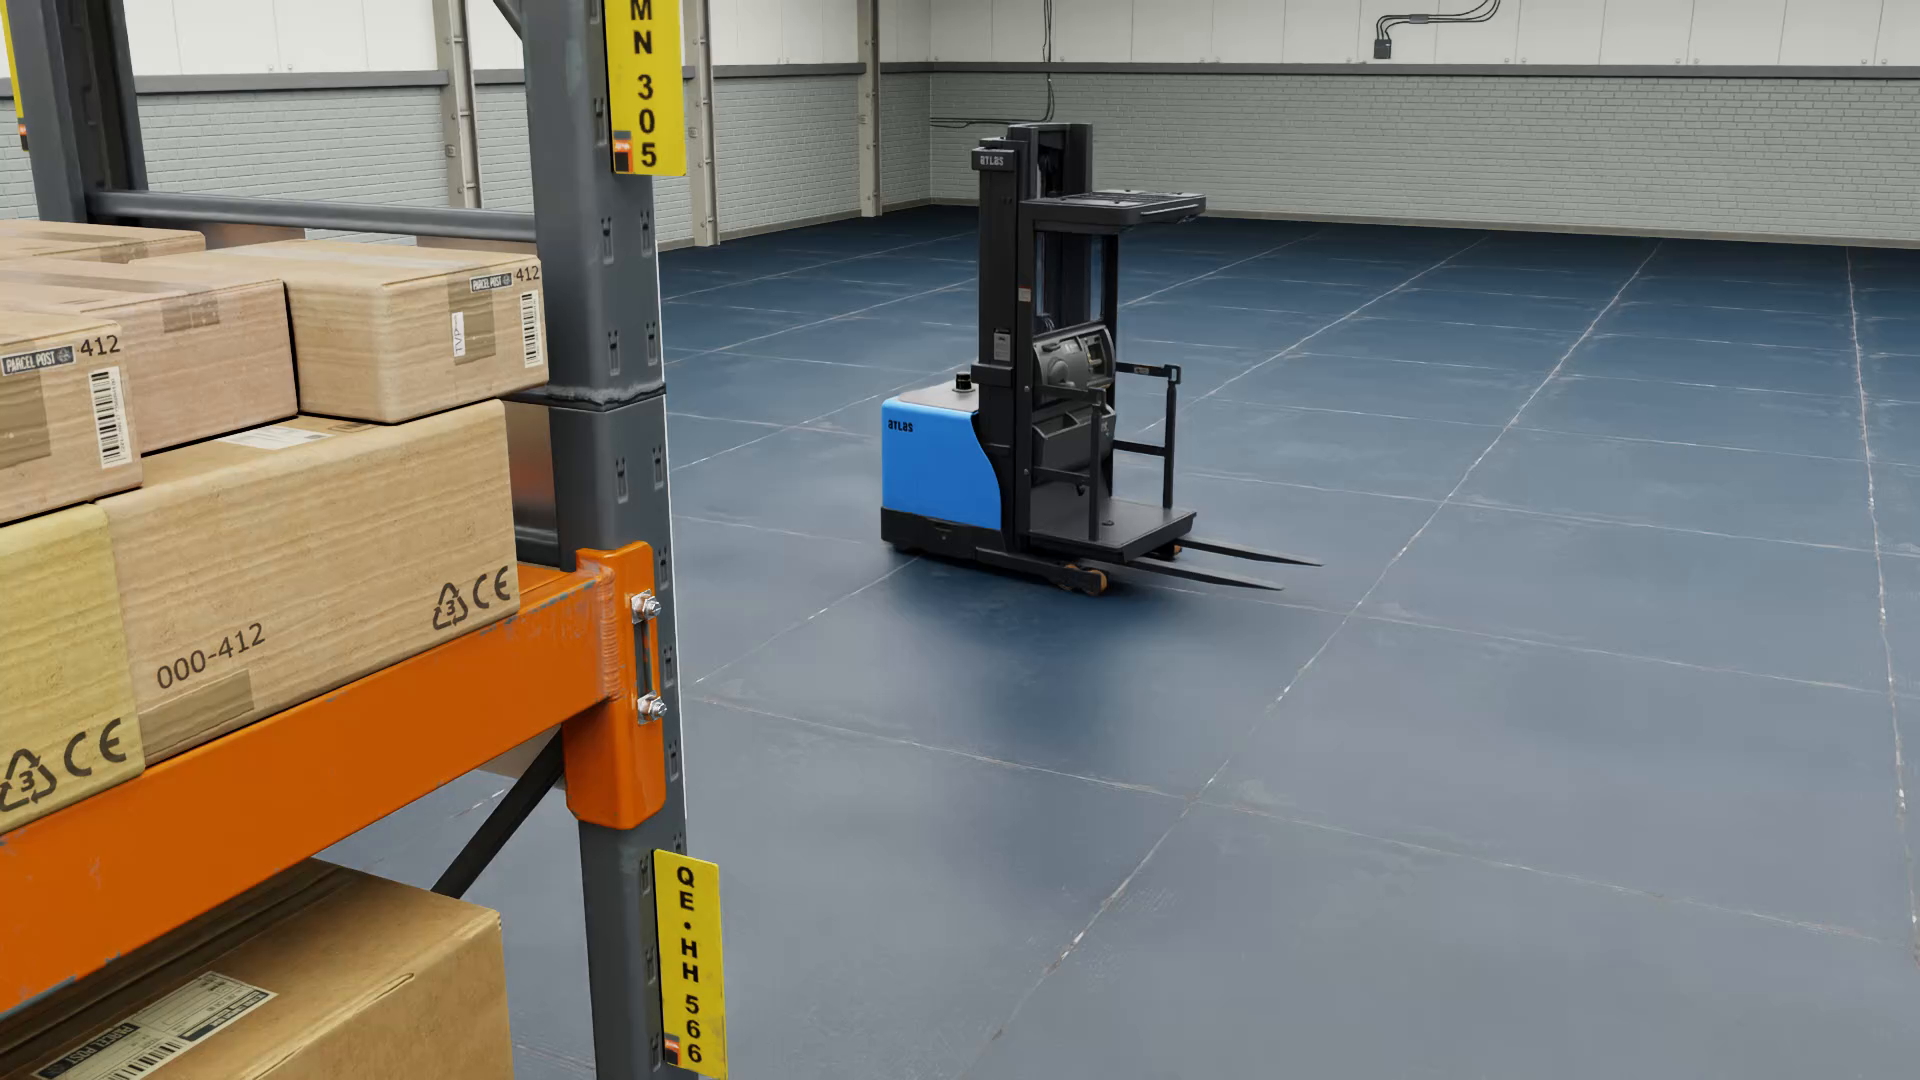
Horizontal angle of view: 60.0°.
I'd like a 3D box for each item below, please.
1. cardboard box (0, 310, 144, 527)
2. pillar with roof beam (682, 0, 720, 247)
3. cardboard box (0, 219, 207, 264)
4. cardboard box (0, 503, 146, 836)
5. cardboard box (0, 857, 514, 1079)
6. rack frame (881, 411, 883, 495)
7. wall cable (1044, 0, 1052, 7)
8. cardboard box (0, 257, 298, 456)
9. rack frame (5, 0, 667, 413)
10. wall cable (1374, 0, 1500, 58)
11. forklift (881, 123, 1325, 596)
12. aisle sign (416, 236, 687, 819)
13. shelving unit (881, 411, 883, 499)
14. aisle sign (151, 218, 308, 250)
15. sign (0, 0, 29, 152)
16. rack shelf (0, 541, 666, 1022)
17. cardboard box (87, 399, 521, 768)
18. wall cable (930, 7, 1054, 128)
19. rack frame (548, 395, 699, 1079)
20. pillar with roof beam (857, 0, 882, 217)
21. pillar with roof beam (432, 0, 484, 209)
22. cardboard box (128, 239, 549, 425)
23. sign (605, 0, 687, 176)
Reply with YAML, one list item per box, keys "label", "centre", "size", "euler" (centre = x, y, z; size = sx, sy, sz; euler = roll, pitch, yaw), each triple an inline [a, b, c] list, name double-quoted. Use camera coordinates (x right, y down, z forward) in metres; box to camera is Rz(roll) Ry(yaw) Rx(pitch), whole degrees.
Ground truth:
- label: "cardboard box"
  centre: [-0.939, -0.107, 1.412]
  size: [0.380, 0.149, 0.250]
  euler: [7, 18, 23]
- label: "pillar with roof beam"
  centre: [-0.699, -9.066, 26.742]
  size: [9.100, 9.000, 0.400]
  euler: [8, 18, 25]
- label: "cardboard box"
  centre: [-1.179, -0.312, 2.102]
  size: [0.380, 0.149, 0.250]
  euler: [8, 18, 25]
- label: "cardboard box"
  centre: [-1.057, 0.121, 1.344]
  size: [0.500, 0.250, 0.500]
  euler: [8, 18, 26]
- label: "cardboard box"
  centre: [-0.873, 0.706, 1.925]
  size: [0.500, 0.500, 0.500]
  euler: [8, 18, 25]
- label: "rack frame"
  centre: [-0.469, -0.494, 12.107]
  size: [0.240, 0.900, 0.006]
  euler: [11, 20, 33]
- label: "wall cable"
  centre: [3.051, -12.312, 34.256]
  size: [3.097, 2.526, 0.112]
  euler: [8, 18, 25]
- label: "cardboard box"
  centre: [-0.915, -0.191, 1.694]
  size: [0.380, 0.149, 0.250]
  euler: [7, 18, 24]
- label: "rack frame"
  centre: [-0.849, -1.671, 1.847]
  size: [1.000, 3.000, 0.127]
  euler: [8, 18, 25]
- label: "wall cable"
  centre: [9.116, -12.142, 31.127]
  size: [2.305, 6.003, 0.169]
  euler: [8, 18, 25]
- label: "forklift"
  centre: [0.934, -1.215, 10.968]
  size: [3.031, 2.935, 1.130]
  euler: [11, 20, 34]
- label: "aisle sign"
  centre: [-0.553, -0.019, 2.256]
  size: [0.394, 0.787, 0.004]
  euler: [8, 18, 25]
- label: "shelving unit"
  centre: [-0.412, -0.518, 12.188]
  size: [0.258, 0.900, 0.210]
  euler: [11, 20, 33]
- label: "aisle sign"
  centre: [-1.089, -0.096, 2.513]
  size: [0.394, 0.787, 0.004]
  euler: [8, 18, 25]
- label: "sign"
  centre: [-1.334, -0.722, 2.382]
  size: [0.100, 0.325, 0.005]
  euler: [8, 18, 25]
- label: "rack shelf"
  centre: [-1.742, 0.621, 0.661]
  size: [1.077, 0.370, 4.000]
  euler: [8, 18, 25]
- label: "cardboard box"
  centre: [-0.837, -0.007, 1.773]
  size: [0.500, 0.250, 0.500]
  euler: [9, 19, 27]
- label: "wall cable"
  centre: [0.631, -10.235, 36.133]
  size: [3.097, 2.526, 0.112]
  euler: [8, 18, 25]
- label: "rack frame"
  centre: [-0.849, 1.204, 2.701]
  size: [1.000, 3.000, 0.127]
  euler: [8, 18, 25]
- label: "pillar with roof beam"
  centre: [1.982, -10.594, 31.887]
  size: [9.100, 9.000, 0.400]
  euler: [8, 18, 25]
- label: "pillar with roof beam"
  centre: [-3.380, -7.537, 21.596]
  size: [9.100, 9.000, 0.400]
  euler: [8, 18, 25]
- label: "cardboard box"
  centre: [-0.694, -0.242, 1.867]
  size: [0.380, 0.149, 0.250]
  euler: [8, 18, 25]
- label: "sign"
  centre: [-0.361, -0.582, 1.893]
  size: [0.100, 0.325, 0.005]
  euler: [8, 18, 25]
